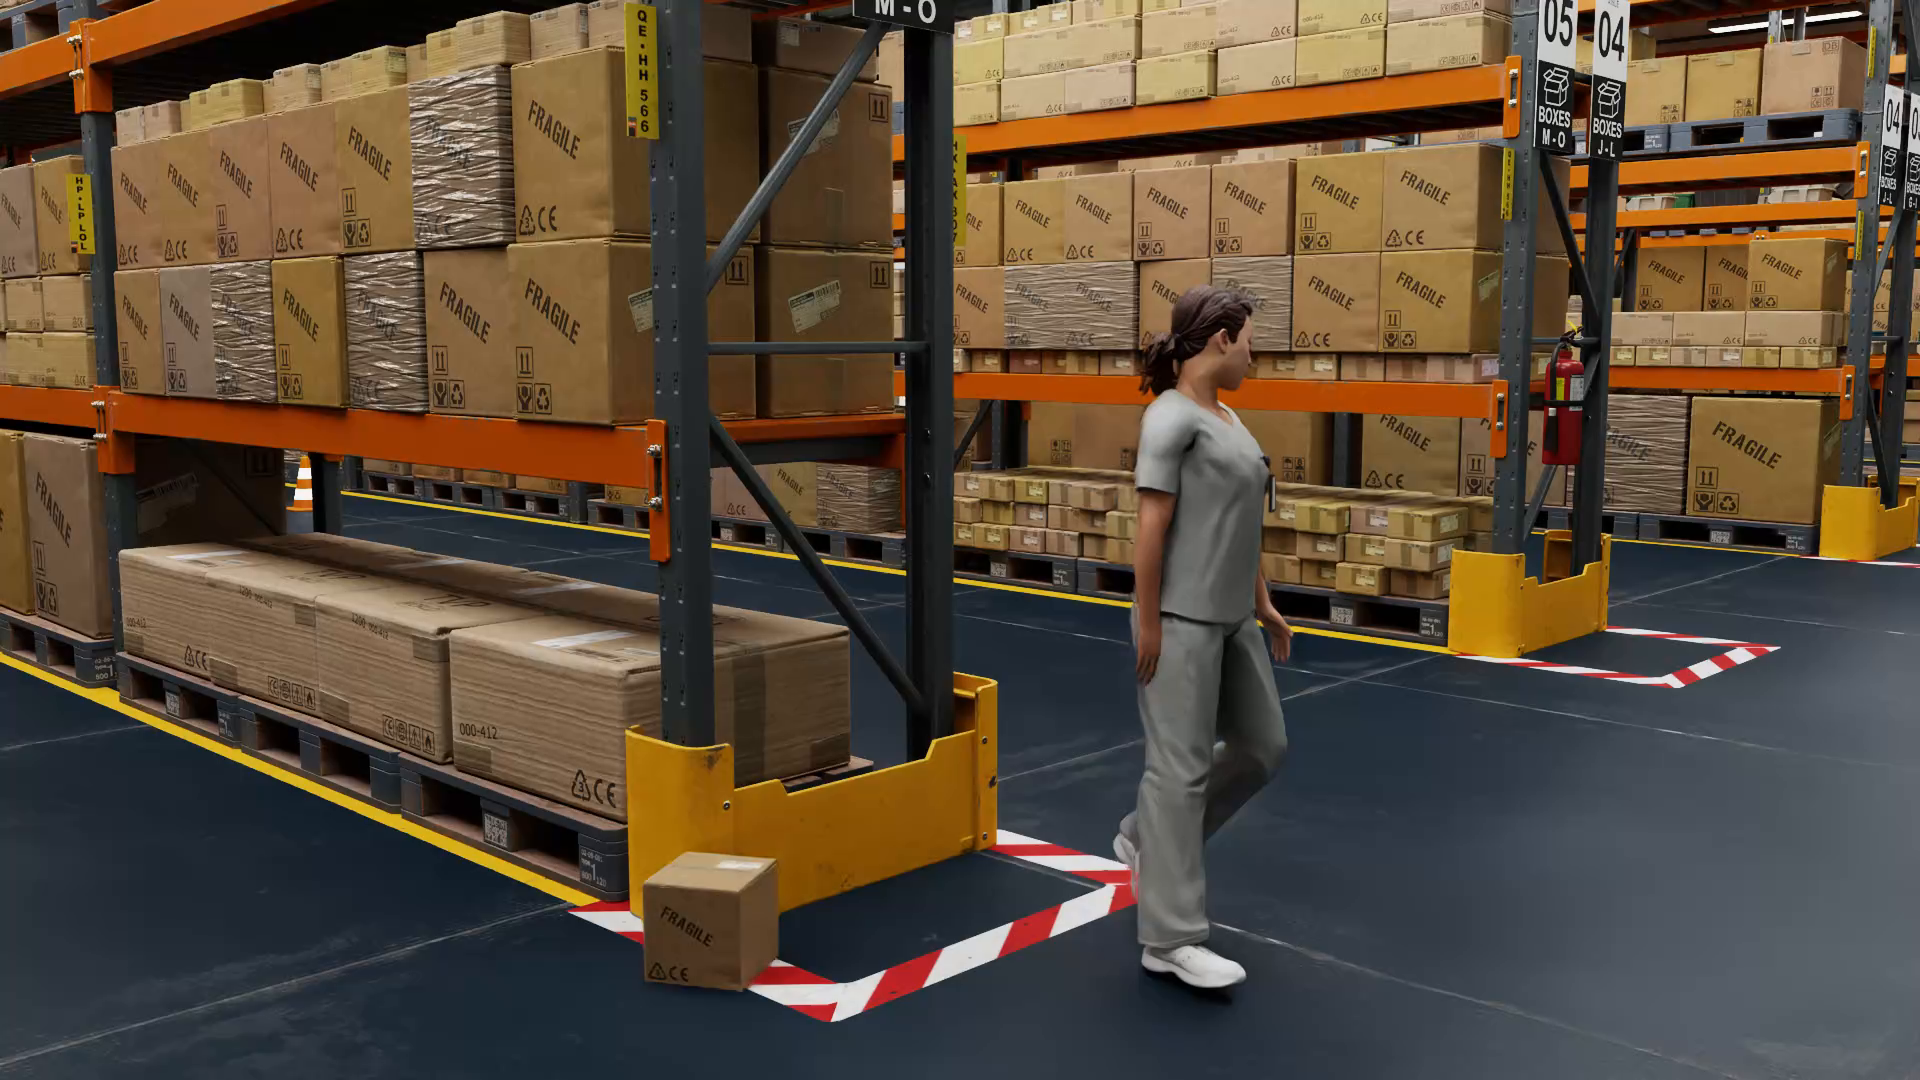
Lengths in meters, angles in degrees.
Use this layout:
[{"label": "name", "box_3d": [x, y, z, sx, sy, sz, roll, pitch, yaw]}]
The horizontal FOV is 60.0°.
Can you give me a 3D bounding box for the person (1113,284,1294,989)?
[{"label": "person", "box_3d": [0.561, 0.202, 4.114, 0.550, 1.655, 0.533, 5, 9, 33]}]
